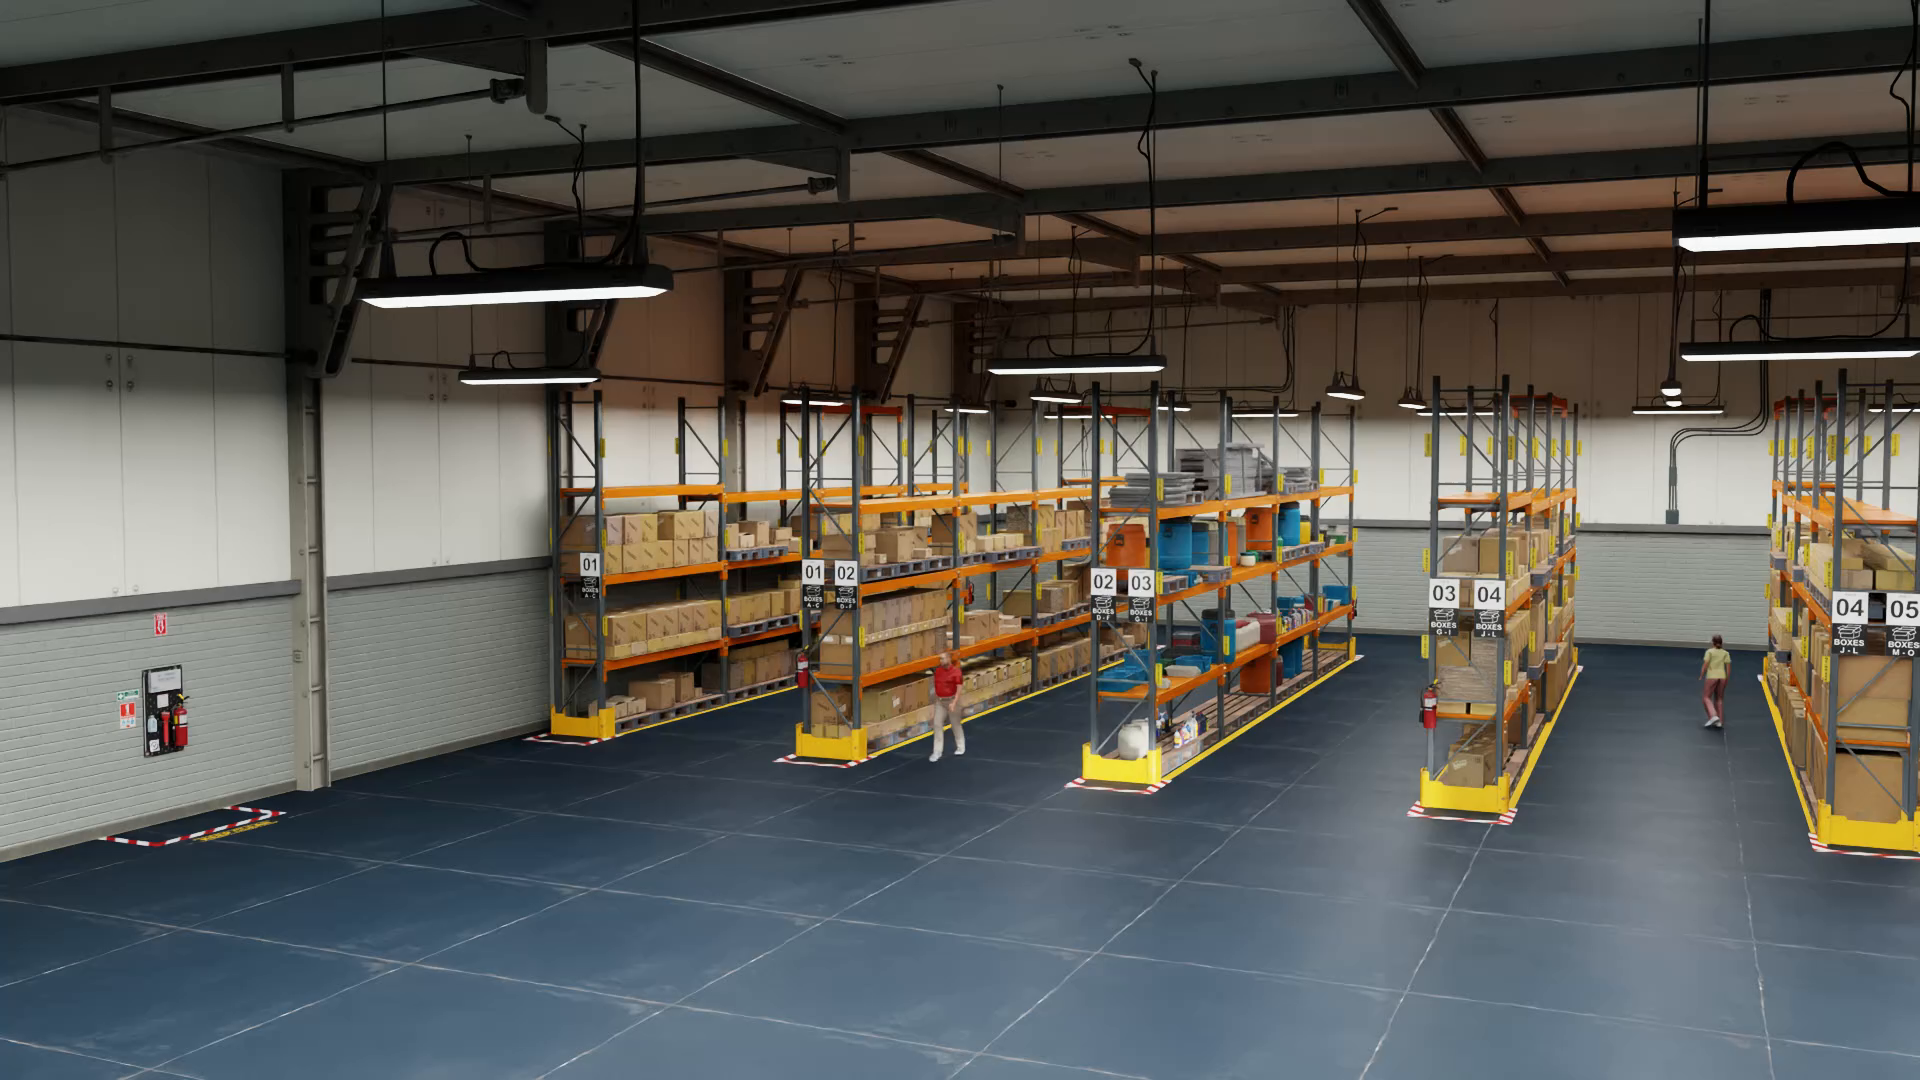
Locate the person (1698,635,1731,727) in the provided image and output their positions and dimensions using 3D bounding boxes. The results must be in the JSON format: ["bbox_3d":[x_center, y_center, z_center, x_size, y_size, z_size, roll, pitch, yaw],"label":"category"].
[{"bbox_3d":[13.609,2.536,29.876,0.518,1.646,0.578,0,3,1],"label":"person"}]

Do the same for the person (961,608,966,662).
[{"bbox_3d":[0.054,2.205,36.109,0.577,1.613,0.745,2,4,33],"label":"person"}]

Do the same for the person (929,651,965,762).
[{"bbox_3d":[-0.225,2.665,26.864,0.567,1.719,0.880,2,4,28],"label":"person"}]
